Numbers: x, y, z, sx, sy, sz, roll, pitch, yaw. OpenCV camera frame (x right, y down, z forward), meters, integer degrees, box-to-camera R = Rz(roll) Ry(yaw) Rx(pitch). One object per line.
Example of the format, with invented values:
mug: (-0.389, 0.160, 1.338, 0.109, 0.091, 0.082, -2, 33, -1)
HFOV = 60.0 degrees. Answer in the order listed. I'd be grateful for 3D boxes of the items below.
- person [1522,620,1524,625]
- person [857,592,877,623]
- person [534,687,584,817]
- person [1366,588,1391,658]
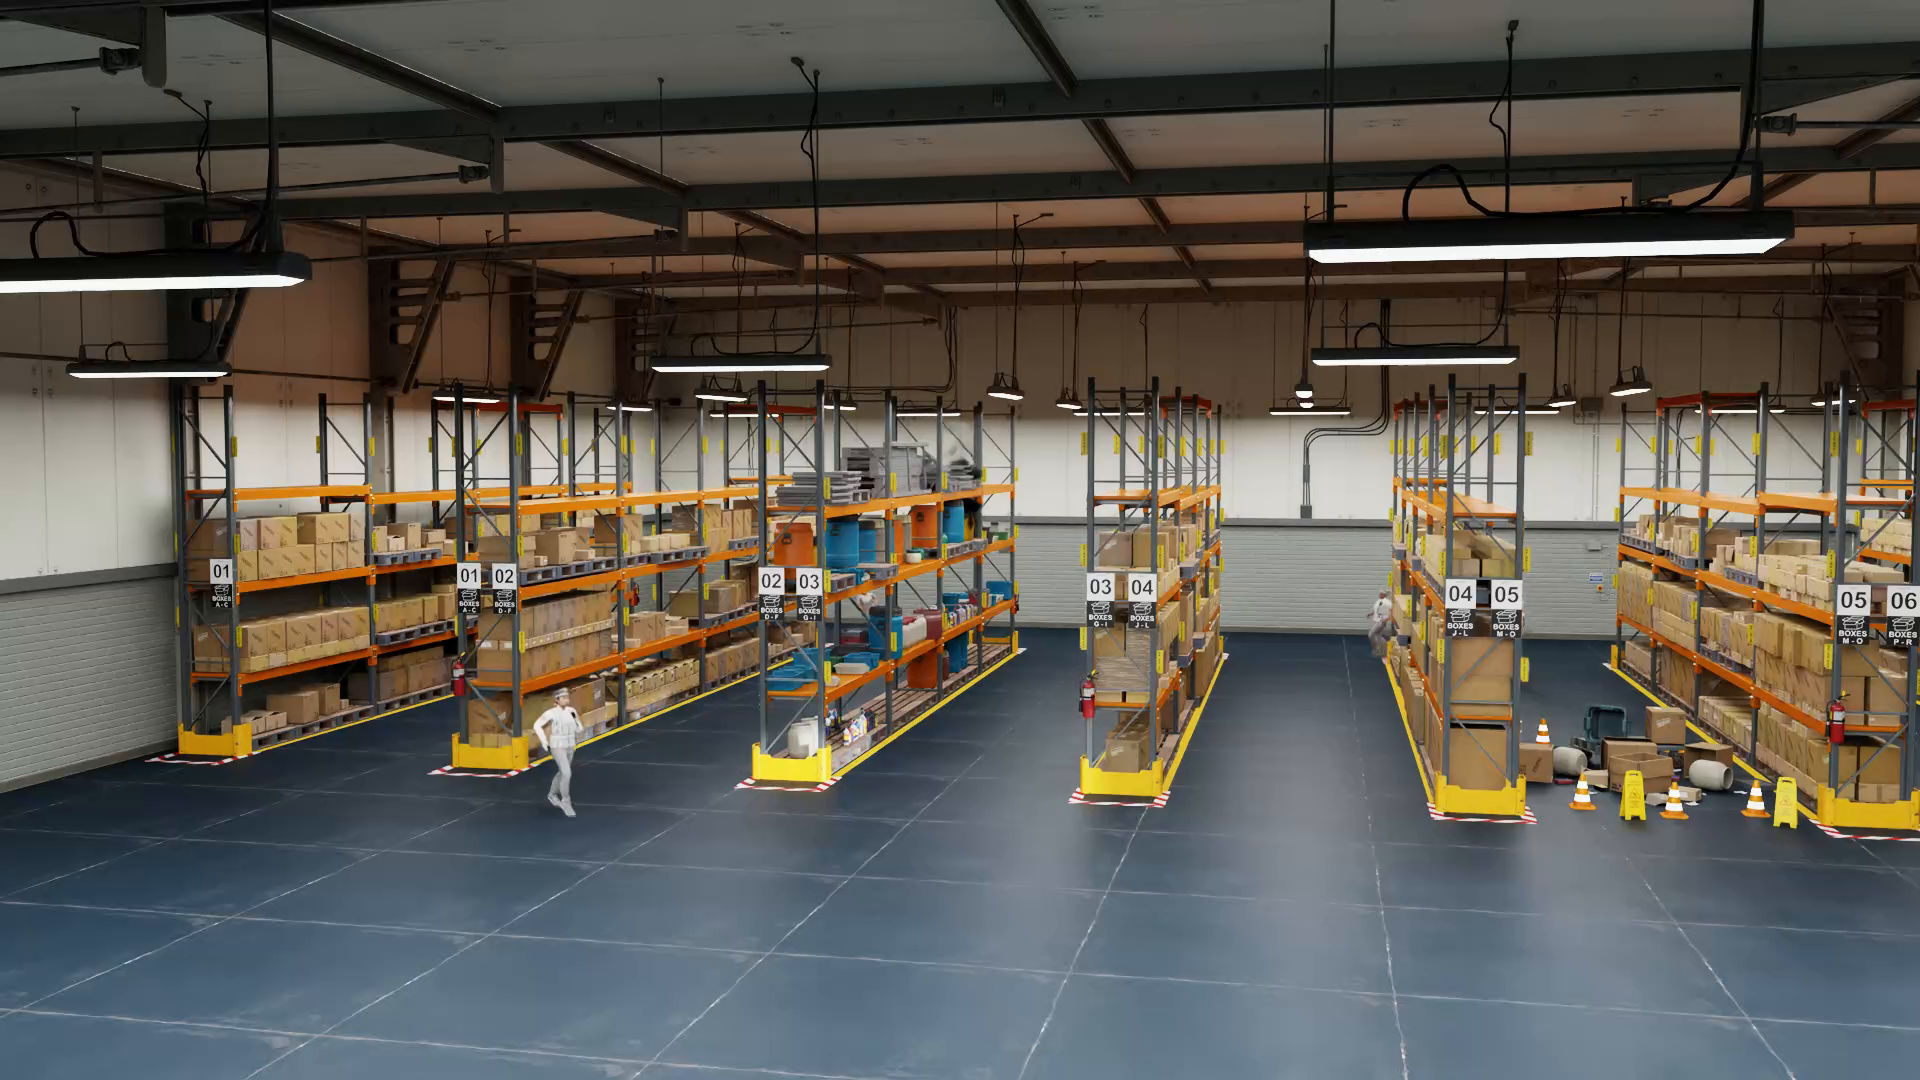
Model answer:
person: (11.885, 2.083, 36.293, 0.696, 1.763, 0.941, 0, 3, 1)
person: (-2.245, 1.872, 41.655, 0.733, 1.611, 0.674, -1, 3, -15)
person: (-5.441, 2.884, 22.738, 0.749, 1.748, 0.583, 2, 4, 37)
person: (9.977, 1.975, 39.450, 0.643, 1.706, 0.645, -1, 3, -9)
